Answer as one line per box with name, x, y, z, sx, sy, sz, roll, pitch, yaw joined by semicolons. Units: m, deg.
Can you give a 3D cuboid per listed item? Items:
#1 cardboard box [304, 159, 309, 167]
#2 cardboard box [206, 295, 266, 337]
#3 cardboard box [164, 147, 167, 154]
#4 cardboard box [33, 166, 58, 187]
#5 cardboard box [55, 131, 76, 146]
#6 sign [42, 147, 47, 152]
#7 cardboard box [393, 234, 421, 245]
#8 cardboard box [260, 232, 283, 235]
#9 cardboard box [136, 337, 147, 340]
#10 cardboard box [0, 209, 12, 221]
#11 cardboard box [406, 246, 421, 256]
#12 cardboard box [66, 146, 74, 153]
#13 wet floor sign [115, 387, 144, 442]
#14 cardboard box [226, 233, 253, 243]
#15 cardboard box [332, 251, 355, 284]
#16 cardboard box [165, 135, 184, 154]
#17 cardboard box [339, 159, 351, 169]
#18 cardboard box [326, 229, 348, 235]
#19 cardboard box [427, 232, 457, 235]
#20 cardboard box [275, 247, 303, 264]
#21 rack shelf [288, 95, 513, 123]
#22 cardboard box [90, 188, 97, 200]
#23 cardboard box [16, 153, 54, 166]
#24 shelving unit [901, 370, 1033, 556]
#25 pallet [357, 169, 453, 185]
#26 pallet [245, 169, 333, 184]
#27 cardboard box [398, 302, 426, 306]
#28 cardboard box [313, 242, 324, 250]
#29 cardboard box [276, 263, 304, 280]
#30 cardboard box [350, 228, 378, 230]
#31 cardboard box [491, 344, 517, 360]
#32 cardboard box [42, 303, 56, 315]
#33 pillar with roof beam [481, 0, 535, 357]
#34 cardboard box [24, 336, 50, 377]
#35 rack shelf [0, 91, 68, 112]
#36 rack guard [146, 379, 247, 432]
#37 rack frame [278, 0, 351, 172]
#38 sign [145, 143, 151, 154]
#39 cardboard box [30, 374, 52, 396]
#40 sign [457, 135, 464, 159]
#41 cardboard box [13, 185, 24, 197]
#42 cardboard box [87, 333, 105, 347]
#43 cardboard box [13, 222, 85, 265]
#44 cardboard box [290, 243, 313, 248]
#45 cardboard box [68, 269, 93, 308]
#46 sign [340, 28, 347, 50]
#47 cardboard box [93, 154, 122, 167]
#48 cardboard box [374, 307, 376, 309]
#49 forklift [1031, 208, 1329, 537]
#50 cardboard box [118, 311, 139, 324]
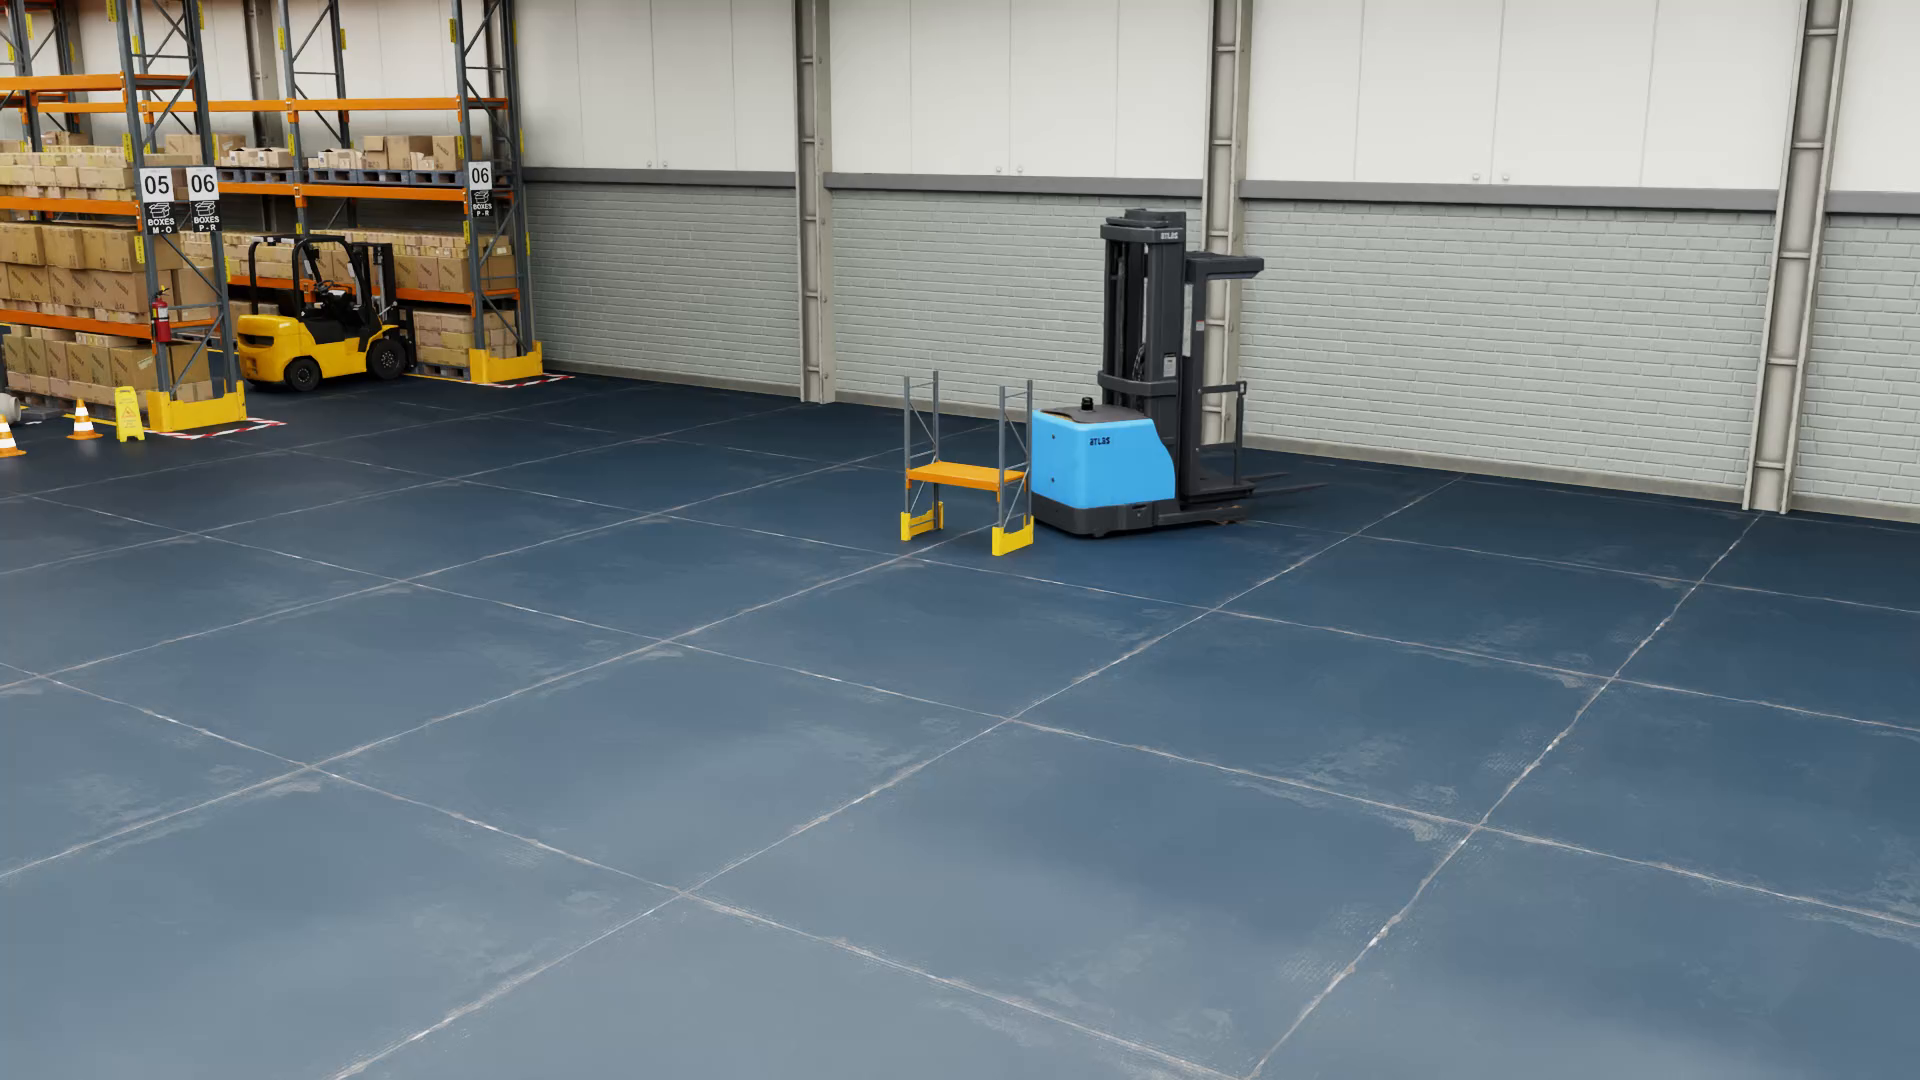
cardboard box;-10.774;-6.183;27.181;0.250;0.149;0.380;9;17;33
cardboard box;-12.442;-3.858;28.661;0.625;0.625;0.875;10;17;35
cardboard box;-13.844;-6.845;29.280;0.250;0.149;0.380;9;17;33
cardboard box;-11.472;-4.663;21.294;0.500;0.250;0.500;9;17;33
cardboard box;-16.525;-7.421;30.701;0.258;0.266;0.396;9;16;32
sign;-12.650;-5.269;22.975;0.005;0.325;0.100;9;17;33
cardboard box;-8.390;-4.572;25.298;0.250;0.149;0.380;10;17;34
cardboard box;-11.590;-5.110;28.093;0.250;0.149;0.380;9;17;33
cardboard box;-11.010;-2.454;22.209;0.500;0.500;0.500;10;17;34
cardboard box;-18.665;-6.172;32.074;0.500;0.500;0.500;10;17;34
cardboard box;-8.161;-4.398;25.216;0.250;0.149;0.380;9;16;31
cardboard box;-15.707;-6.960;29.704;0.250;0.149;0.380;9;17;33
wet floor sign;-10.067;-1.535;20.107;0.267;0.644;0.232;-10;17;-35
cardboard box;-12.051;-5.055;27.869;0.250;0.149;0.380;9;17;33
cardboard box;-9.515;-4.314;26.225;0.500;0.500;0.500;10;17;34
cardboard box;-13.033;-6.591;28.099;0.500;0.500;0.500;9;17;33
cardboard box;-9.339;-5.806;25.659;0.250;0.149;0.380;10;17;34
cardboard box;-9.803;-4.835;26.364;0.250;0.149;0.380;9;17;34
cardboard box;-8.037;-4.698;25.808;0.250;0.149;0.380;9;16;31
cardboard box;-10.729;-4.628;26.974;0.500;0.250;0.500;9;16;32
rack shelf;-8.520;-6.544;25.286;4.000;0.370;1.077;9;17;33
cardboard box;-10.679;-4.359;20.897;0.250;0.149;0.380;9;17;33
cardboard box;-11.984;-4.937;21.571;0.250;0.149;0.380;9;16;31
shelving unit;0.063;-0.718;15.028;1.083;1.500;0.587;9;17;33
pallet;-8.449;-5.583;25.504;1.213;0.211;1.003;9;17;33
pallet;-10.918;-5.922;27.086;1.217;0.209;0.805;8;16;31
cardboard box;-8.822;-3.635;26.458;0.500;0.250;0.500;9;17;33
cardboard box;-10.061;-4.711;26.482;0.250;0.149;0.380;9;16;32
cardboard box;-10.743;-4.386;27.036;0.500;0.250;0.500;10;17;34
cardboard box;-9.560;-4.926;26.732;0.250;0.149;0.380;9;16;31
cardboard box;-7.158;-2.881;25.493;0.500;0.250;0.500;9;17;33
cardboard box;-11.808;-3.051;21.857;0.250;0.149;0.380;9;17;33
pillar with roof beam;-9.337;-6.233;21.704;0.400;9.000;9.100;9;17;33
cardboard box;-12.157;-2.484;22.328;0.500;0.500;0.500;10;17;35
rack shelf;-18.477;-8.345;31.740;4.000;0.370;1.077;9;17;33
rack guard;-9.690;-1.713;21.131;0.348;0.500;1.175;9;17;33
rack frame;-10.179;-7.355;26.235;0.127;3.000;1.000;9;17;33
sign;-13.803;-6.579;28.265;0.005;0.325;0.100;9;17;33
cardboard box;-12.158;-2.120;22.419;0.500;0.250;0.500;10;17;36
sign;-7.174;-5.648;23.902;0.005;0.325;0.100;9;17;33
cardboard box;-12.186;-4.597;21.860;0.250;0.149;0.380;10;17;34
cardboard box;-10.986;-2.590;21.408;0.250;0.149;0.380;10;17;34
cardboard box;-11.889;-3.883;21.787;0.500;0.500;0.700;9;16;32
cardboard box;-10.586;-4.808;26.872;0.250;0.149;0.380;10;17;35
cardboard box;-11.057;-3.263;21.362;0.500;0.500;0.500;9;17;33
sign;-9.849;-7.993;26.538;0.005;0.325;0.100;9;17;33
cardboard box;-10.487;-4.697;20.602;0.250;0.149;0.380;9;16;32
cardboard box;-9.115;-3.535;26.056;0.500;0.250;0.500;10;17;35
forklift;2.182;-1.671;15.900;3.031;2.935;1.130;-7;15;-26
cardboard box;-10.329;-2.814;20.897;0.250;0.149;0.380;9;16;32
